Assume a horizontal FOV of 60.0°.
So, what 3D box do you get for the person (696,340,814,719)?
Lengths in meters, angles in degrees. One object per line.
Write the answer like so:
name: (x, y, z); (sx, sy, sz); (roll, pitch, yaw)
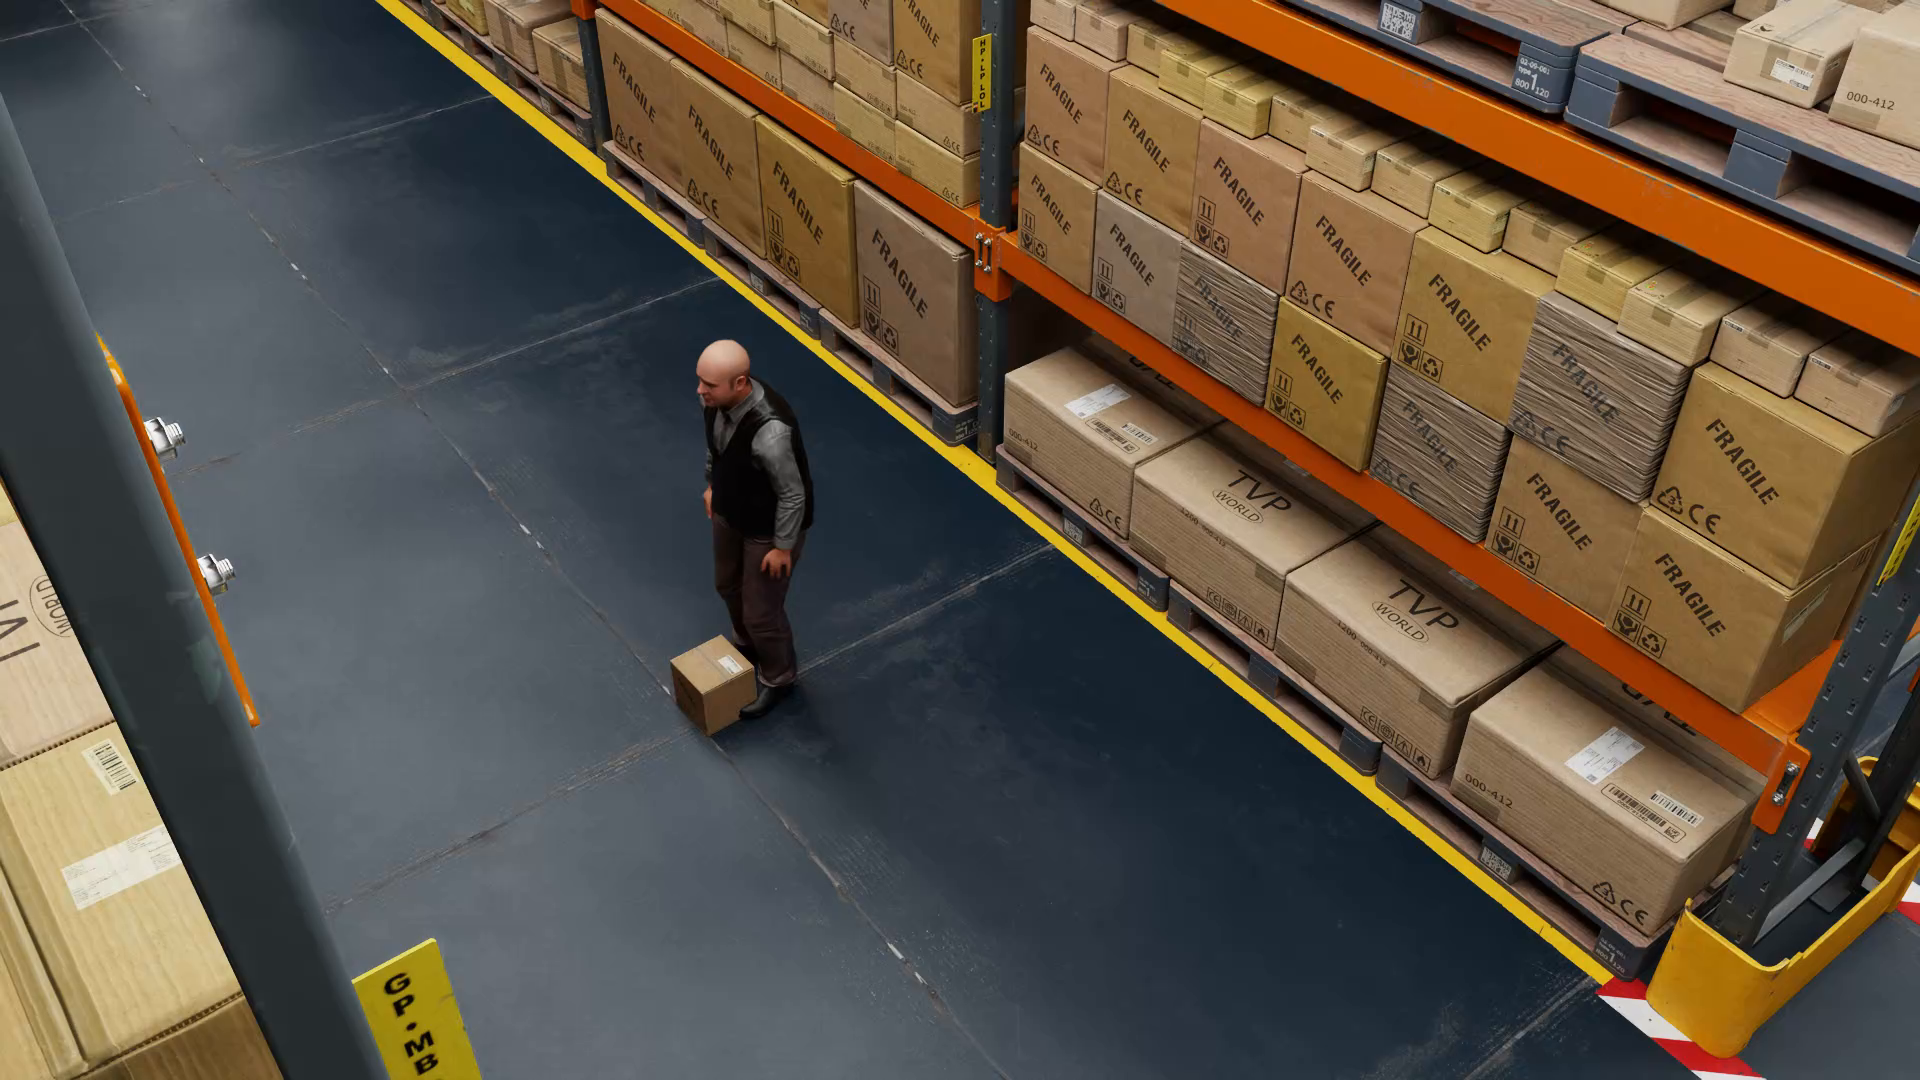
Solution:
person: (-0.815, -0.073, 6.523); (0.467, 1.720, 0.579); (-26, 47, -28)
